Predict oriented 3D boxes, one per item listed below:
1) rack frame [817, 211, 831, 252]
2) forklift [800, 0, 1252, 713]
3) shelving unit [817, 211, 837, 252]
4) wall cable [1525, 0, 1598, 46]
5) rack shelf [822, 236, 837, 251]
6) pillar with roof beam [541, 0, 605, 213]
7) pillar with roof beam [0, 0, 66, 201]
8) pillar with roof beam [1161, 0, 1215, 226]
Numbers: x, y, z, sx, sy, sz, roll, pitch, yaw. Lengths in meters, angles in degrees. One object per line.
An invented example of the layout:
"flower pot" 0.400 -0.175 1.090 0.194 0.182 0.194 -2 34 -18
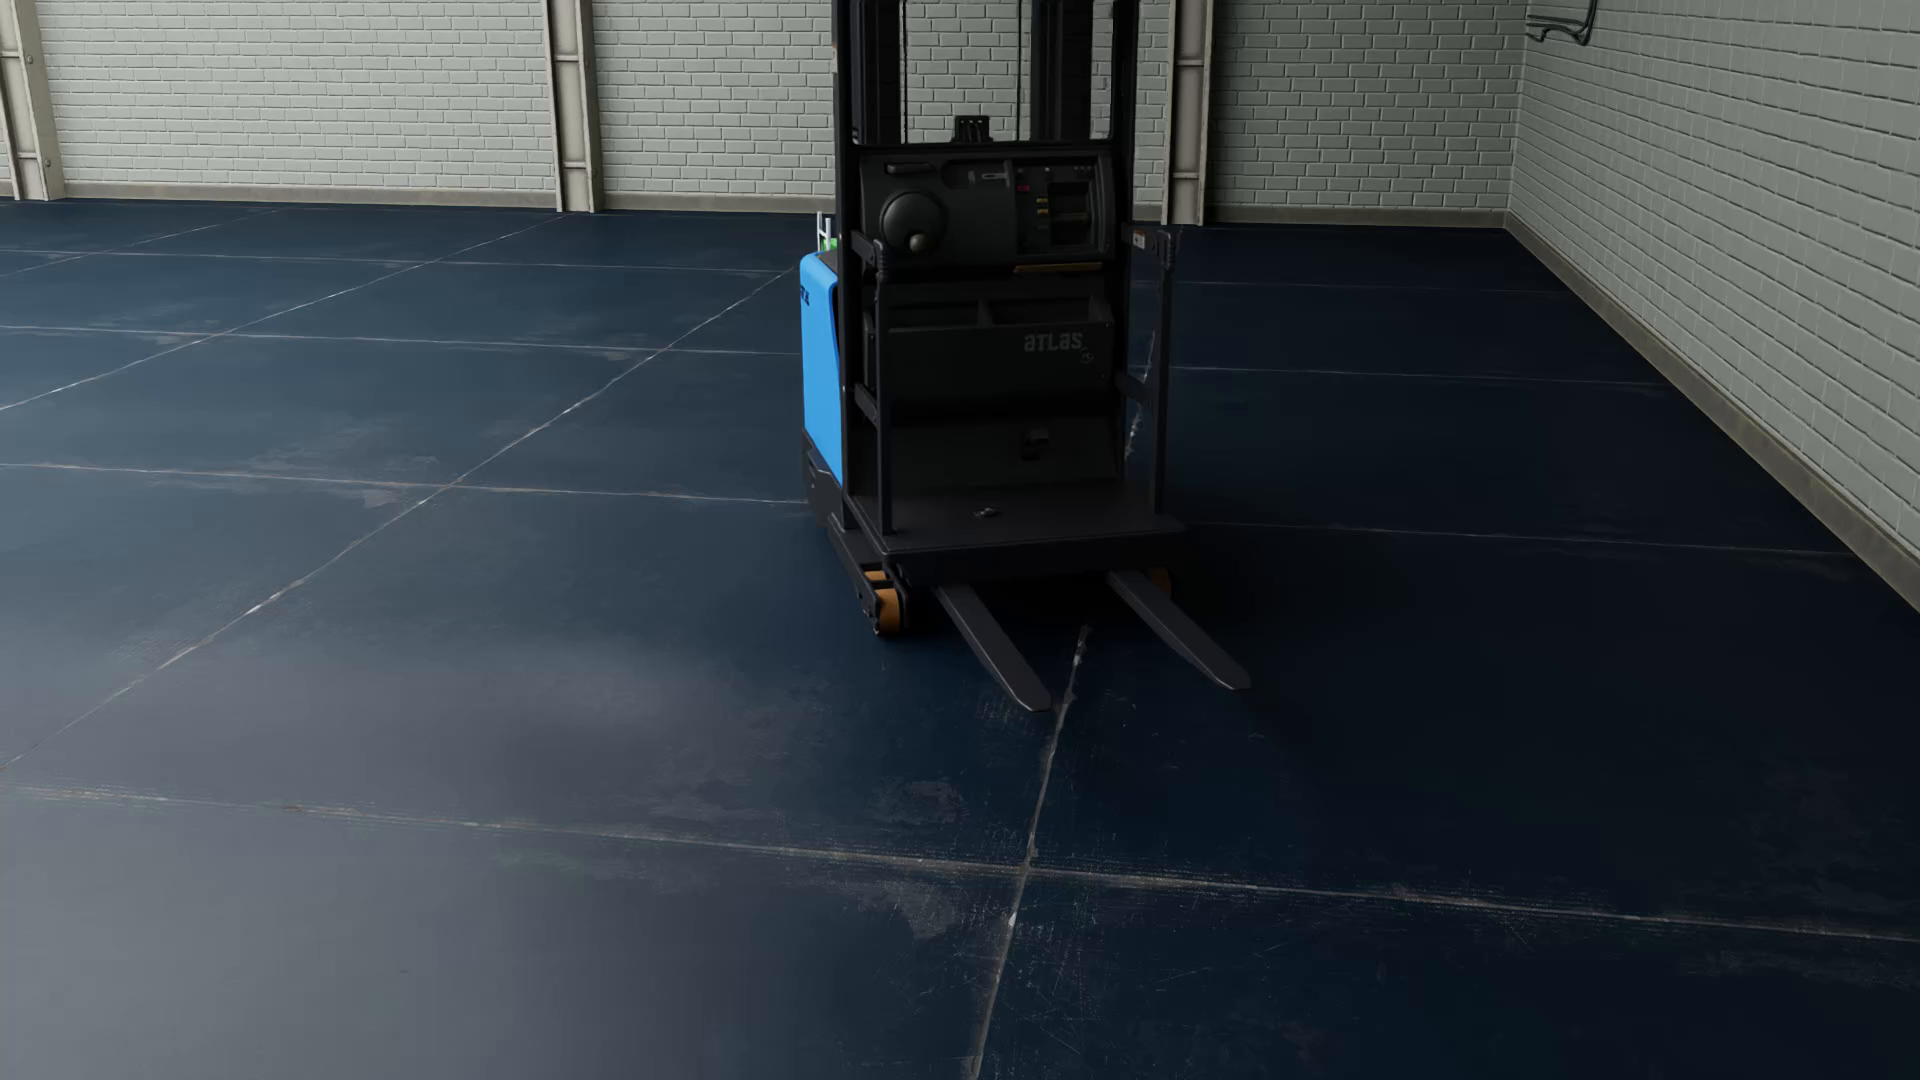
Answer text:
"rack frame" -0.596 -0.852 7.458 0.015 1.200 0.240 -5 19 -14
"forklift" 0.157 -1.191 5.743 1.130 2.935 3.031 -5 19 -13
"shelving unit" -0.360 -0.871 7.516 0.503 1.200 0.258 -5 19 -14
"wall cable" 4.818 -5.245 13.192 0.112 2.526 3.097 3 19 9
"rack shelf" -0.360 -1.266 7.384 0.480 0.148 0.258 -5 19 -14
"pillar with roof beam" -4.488 -6.234 11.252 0.400 9.000 9.100 3 19 9
"pillar with roof beam" -10.412 -6.536 12.155 0.400 9.000 9.100 3 19 9
"pillar with roof beam" 1.436 -5.932 10.350 0.400 9.000 9.100 3 19 9
